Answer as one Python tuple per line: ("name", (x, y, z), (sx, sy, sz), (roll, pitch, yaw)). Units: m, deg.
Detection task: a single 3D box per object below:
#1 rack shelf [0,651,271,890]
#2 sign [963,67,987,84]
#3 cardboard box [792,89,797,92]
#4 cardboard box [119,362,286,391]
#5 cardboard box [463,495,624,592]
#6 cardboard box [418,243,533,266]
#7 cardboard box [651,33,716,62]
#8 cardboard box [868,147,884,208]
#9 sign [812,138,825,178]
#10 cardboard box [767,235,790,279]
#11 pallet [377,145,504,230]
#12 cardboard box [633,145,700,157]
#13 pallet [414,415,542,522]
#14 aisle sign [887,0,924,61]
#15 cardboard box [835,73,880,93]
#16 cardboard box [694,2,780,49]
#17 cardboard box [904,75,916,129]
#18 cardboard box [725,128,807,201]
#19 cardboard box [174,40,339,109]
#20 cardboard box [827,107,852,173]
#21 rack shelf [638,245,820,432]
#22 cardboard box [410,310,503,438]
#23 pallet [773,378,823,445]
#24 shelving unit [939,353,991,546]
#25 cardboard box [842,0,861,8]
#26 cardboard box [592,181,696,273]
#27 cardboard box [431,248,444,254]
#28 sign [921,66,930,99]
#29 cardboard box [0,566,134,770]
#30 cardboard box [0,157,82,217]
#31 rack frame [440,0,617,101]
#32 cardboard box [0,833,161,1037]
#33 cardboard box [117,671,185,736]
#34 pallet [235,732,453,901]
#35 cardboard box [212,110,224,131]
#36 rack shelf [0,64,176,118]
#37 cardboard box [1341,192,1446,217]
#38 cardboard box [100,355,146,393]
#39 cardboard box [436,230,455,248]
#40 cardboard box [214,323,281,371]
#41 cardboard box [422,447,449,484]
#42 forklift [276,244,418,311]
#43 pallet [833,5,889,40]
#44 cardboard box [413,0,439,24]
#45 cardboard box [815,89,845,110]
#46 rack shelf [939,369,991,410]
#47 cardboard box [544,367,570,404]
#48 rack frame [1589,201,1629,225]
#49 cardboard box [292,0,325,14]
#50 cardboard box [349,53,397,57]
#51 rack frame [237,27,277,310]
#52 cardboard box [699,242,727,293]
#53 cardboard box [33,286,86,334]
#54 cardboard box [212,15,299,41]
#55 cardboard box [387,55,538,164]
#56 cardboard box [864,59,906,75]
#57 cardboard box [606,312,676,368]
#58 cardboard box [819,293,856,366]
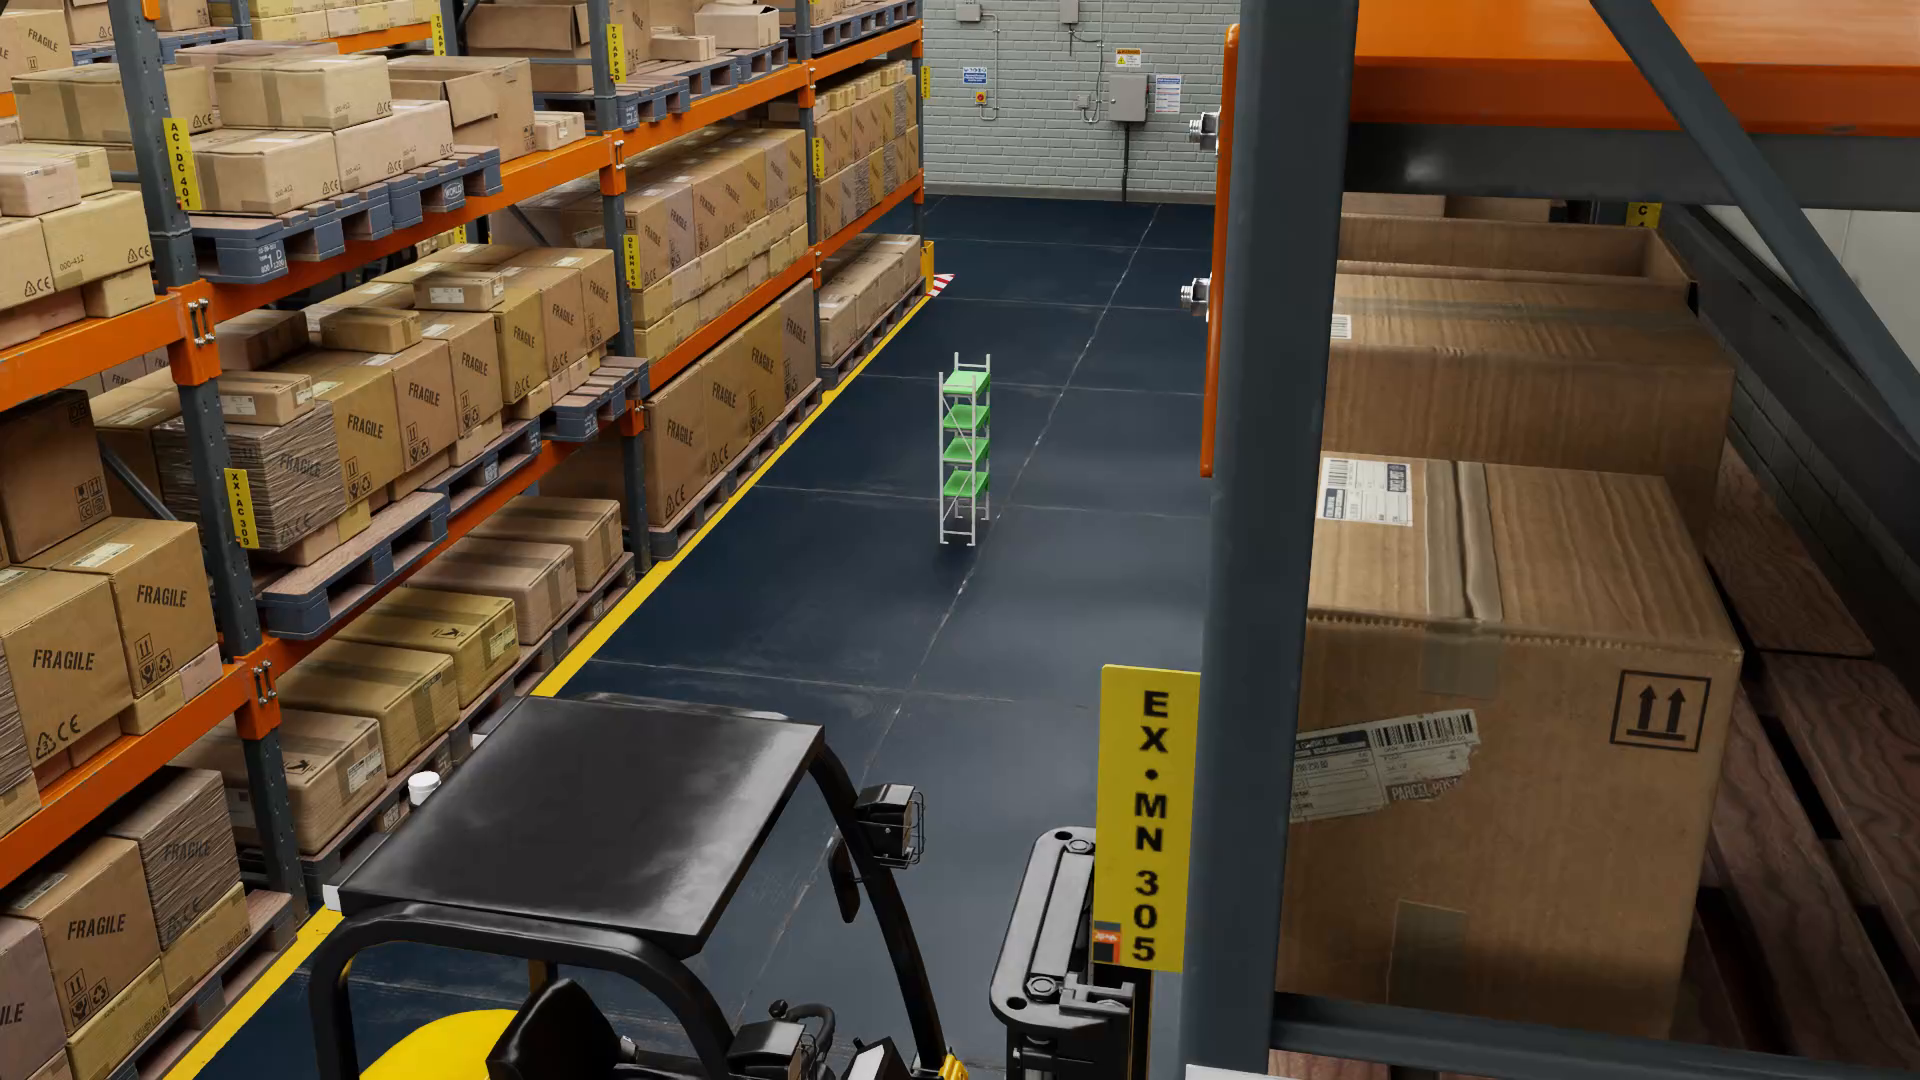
("rack shelf", (-3.744, 1.306, 5.058), (1.077, 0.370, 4.000), (4, 22, 11))
("sign", (0.205, -6.363, 22.776), (0.327, 0.218, 0.001), (4, 22, 11))
("cardboard box", (-1.682, -3.999, 14.928), (0.380, 0.149, 0.250), (4, 22, 11))
("cardboard box", (-3.367, -0.506, 7.500), (0.500, 0.500, 0.500), (5, 22, 11))
("cardboard box", (-2.645, 0.008, 10.273), (0.950, 0.372, 0.625), (3, 22, 7))
("cardboard box", (-2.838, -1.454, 9.854), (0.500, 0.500, 0.500), (4, 22, 9))
("cardboard box", (-1.943, -3.459, 11.664), (0.380, 0.166, 0.250), (6, 23, 15))
("cardboard box", (-1.032, -3.436, 15.737), (0.500, 0.500, 0.500), (5, 22, 13))
("sign", (-1.170, -3.147, 13.709), (0.100, 0.325, 0.005), (4, 22, 11))
("cardboard box", (-1.653, -2.246, 13.115), (0.500, 0.250, 0.500), (4, 22, 10))
("pallet", (-2.897, -1.660, 7.697), (1.213, 0.211, 1.003), (4, 22, 11))
("cardboard box", (-2.256, -2.684, 12.531), (0.500, 0.500, 0.500), (4, 22, 10))
("pallet", (-2.884, -0.406, 8.602), (1.003, 0.211, 1.213), (4, 22, 11))
("aisle sign", (-0.569, -5.356, 17.158), (0.394, 0.787, 0.004), (4, 22, 11))
("cardboard box", (-0.971, -4.341, 15.777), (0.380, 0.149, 0.250), (5, 22, 12))
("cardboard box", (-1.678, -3.891, 12.542), (0.500, 0.311, 0.500), (4, 22, 11))
("cardboard box", (-0.753, -4.463, 16.948), (0.500, 0.500, 0.500), (5, 23, 13))
("cardboard box", (-1.549, -3.012, 13.346), (0.500, 0.500, 0.500), (5, 23, 13))
("cardboard box", (-3.156, -2.104, 7.517), (0.500, 0.250, 0.500), (5, 22, 12))
("cardboard box", (-1.260, -3.535, 14.643), (0.500, 0.500, 0.500), (4, 22, 10))
("rack shelf", (-2.112, -1.619, 12.322), (1.077, 0.370, 4.000), (4, 22, 11))
("cardboard box", (-2.649, -0.839, 8.328), (0.500, 0.500, 0.500), (4, 22, 9))
("pallet", (-1.787, -1.103, 13.810), (1.003, 0.211, 1.213), (4, 22, 11))
("shelving unit", (0.034, -0.617, 11.280), (0.258, 1.200, 0.503), (4, 22, 11))
("cardboard box", (-1.242, -5.195, 15.646), (0.500, 0.311, 0.500), (5, 22, 12))
("cardboard box", (-2.088, -2.076, 11.020), (0.500, 0.500, 0.500), (5, 22, 11))
("cardboard box", (-5.687, -3.093, 17.875), (0.380, 0.149, 0.250), (4, 22, 9))
("sign", (-0.359, -4.748, 17.261), (0.100, 0.325, 0.005), (4, 22, 11))
("cardboard box", (-3.282, 0.427, 5.746), (0.500, 0.500, 0.500), (5, 23, 13))
("cardboard box", (-3.165, -1.170, 5.497), (0.380, 0.149, 0.250), (4, 22, 10))
("rack frame", (-2.520, -4.005, 9.251), (1.000, 3.000, 0.127), (4, 22, 11))
("cardboard box", (-3.296, 1.397, 5.984), (0.500, 0.500, 0.500), (5, 22, 12))
("cardboard box", (-3.147, 0.590, 6.209), (0.380, 0.149, 0.250), (5, 22, 12))
("pallet", (-3.179, 1.250, 7.968), (1.003, 0.211, 1.213), (4, 22, 11))
("cardboard box", (-3.251, -1.685, 7.145), (0.500, 0.250, 0.500), (5, 22, 12))
("rack shelf", (-6.978, -3.351, 12.607), (1.077, 0.370, 4.000), (4, 22, 11))
("cardboard box", (1.433, -1.256, 5.866), (0.500, 0.311, 0.500), (4, 22, 9))
("cardboard box", (-6.793, -1.209, 13.124), (0.500, 0.500, 0.500), (4, 22, 10))
("cardboard box", (-5.650, -3.231, 17.820), (0.380, 0.149, 0.250), (4, 22, 10))
("cardboard box", (-3.335, -0.878, 7.556), (0.380, 0.149, 0.250), (4, 22, 9))
("cardboard box", (-2.726, -0.396, 8.097), (0.380, 0.149, 0.250), (5, 22, 11))
("forklift", (-4.767, -1.968, 12.317), (1.130, 2.935, 3.031), (6, 23, 14))
("pallet", (-1.275, -4.778, 15.306), (1.003, 0.211, 1.213), (4, 22, 11))
("cardboard box", (-5.685, -5.436, 17.022), (0.500, 0.250, 0.500), (4, 22, 11))
("cardboard box", (-1.227, -3.869, 14.605), (0.380, 0.149, 0.250), (4, 22, 11))
("rack shelf", (0.034, -1.003, 11.124), (0.258, 0.148, 0.480), (4, 22, 11))
("cardboard box", (-2.407, -0.872, 9.277), (0.380, 0.149, 0.250), (3, 22, 8))
("rack frame", (1.524, -2.165, 4.683), (1.000, 3.000, 0.127), (4, 22, 11))
("cardboard box", (-6.131, -4.918, 15.067), (0.500, 0.250, 0.500), (4, 22, 11))
("cardboard box", (-6.202, -4.807, 17.404), (0.500, 0.500, 0.500), (5, 22, 12))
("rack frame", (-6.570, -3.025, 14.849), (1.000, 3.000, 0.127), (4, 22, 11))
("cardboard box", (-1.954, -1.921, 11.639), (0.500, 0.250, 0.500), (4, 22, 11))
("cardboard box", (-3.240, -0.809, 5.669), (0.380, 0.149, 0.250), (5, 22, 12))
("cardboard box", (-6.217, -4.496, 14.687), (0.500, 0.250, 0.500), (6, 23, 14))
("cardboard box", (-2.723, -2.314, 8.934), (0.700, 0.500, 0.500), (4, 22, 11))
("cardboard box", (-0.765, -4.812, 16.946), (0.380, 0.149, 0.250), (5, 22, 12))
("cardboard box", (-2.174, -1.312, 10.797), (0.500, 0.250, 0.500), (4, 22, 10))
("cardboard box", (-1.471, -1.912, 14.954), (0.875, 0.438, 0.875), (4, 22, 10))
